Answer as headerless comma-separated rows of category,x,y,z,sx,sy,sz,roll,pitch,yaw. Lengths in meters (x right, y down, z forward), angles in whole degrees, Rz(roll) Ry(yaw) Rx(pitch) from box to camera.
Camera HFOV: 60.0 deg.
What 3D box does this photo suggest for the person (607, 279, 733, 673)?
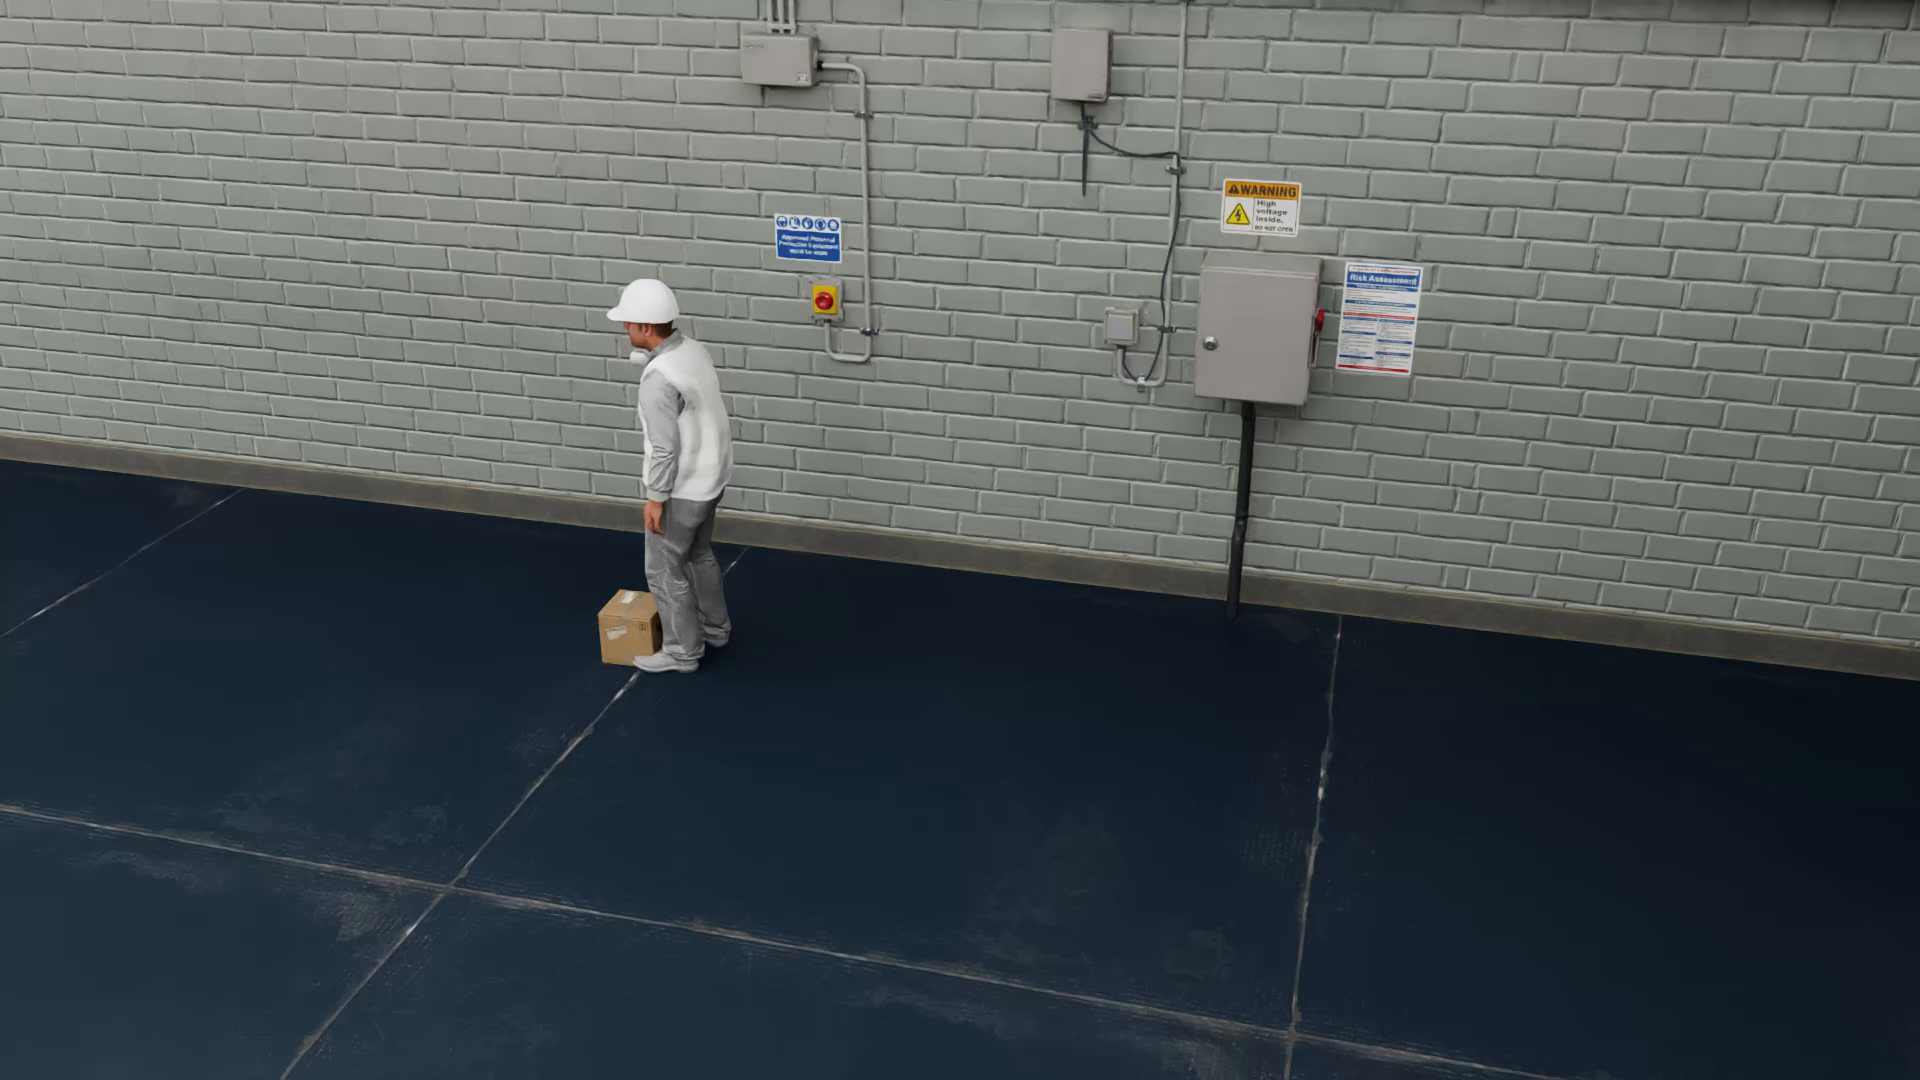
person,-1.213,-0.261,7.132,0.473,1.771,0.593,5,26,10
